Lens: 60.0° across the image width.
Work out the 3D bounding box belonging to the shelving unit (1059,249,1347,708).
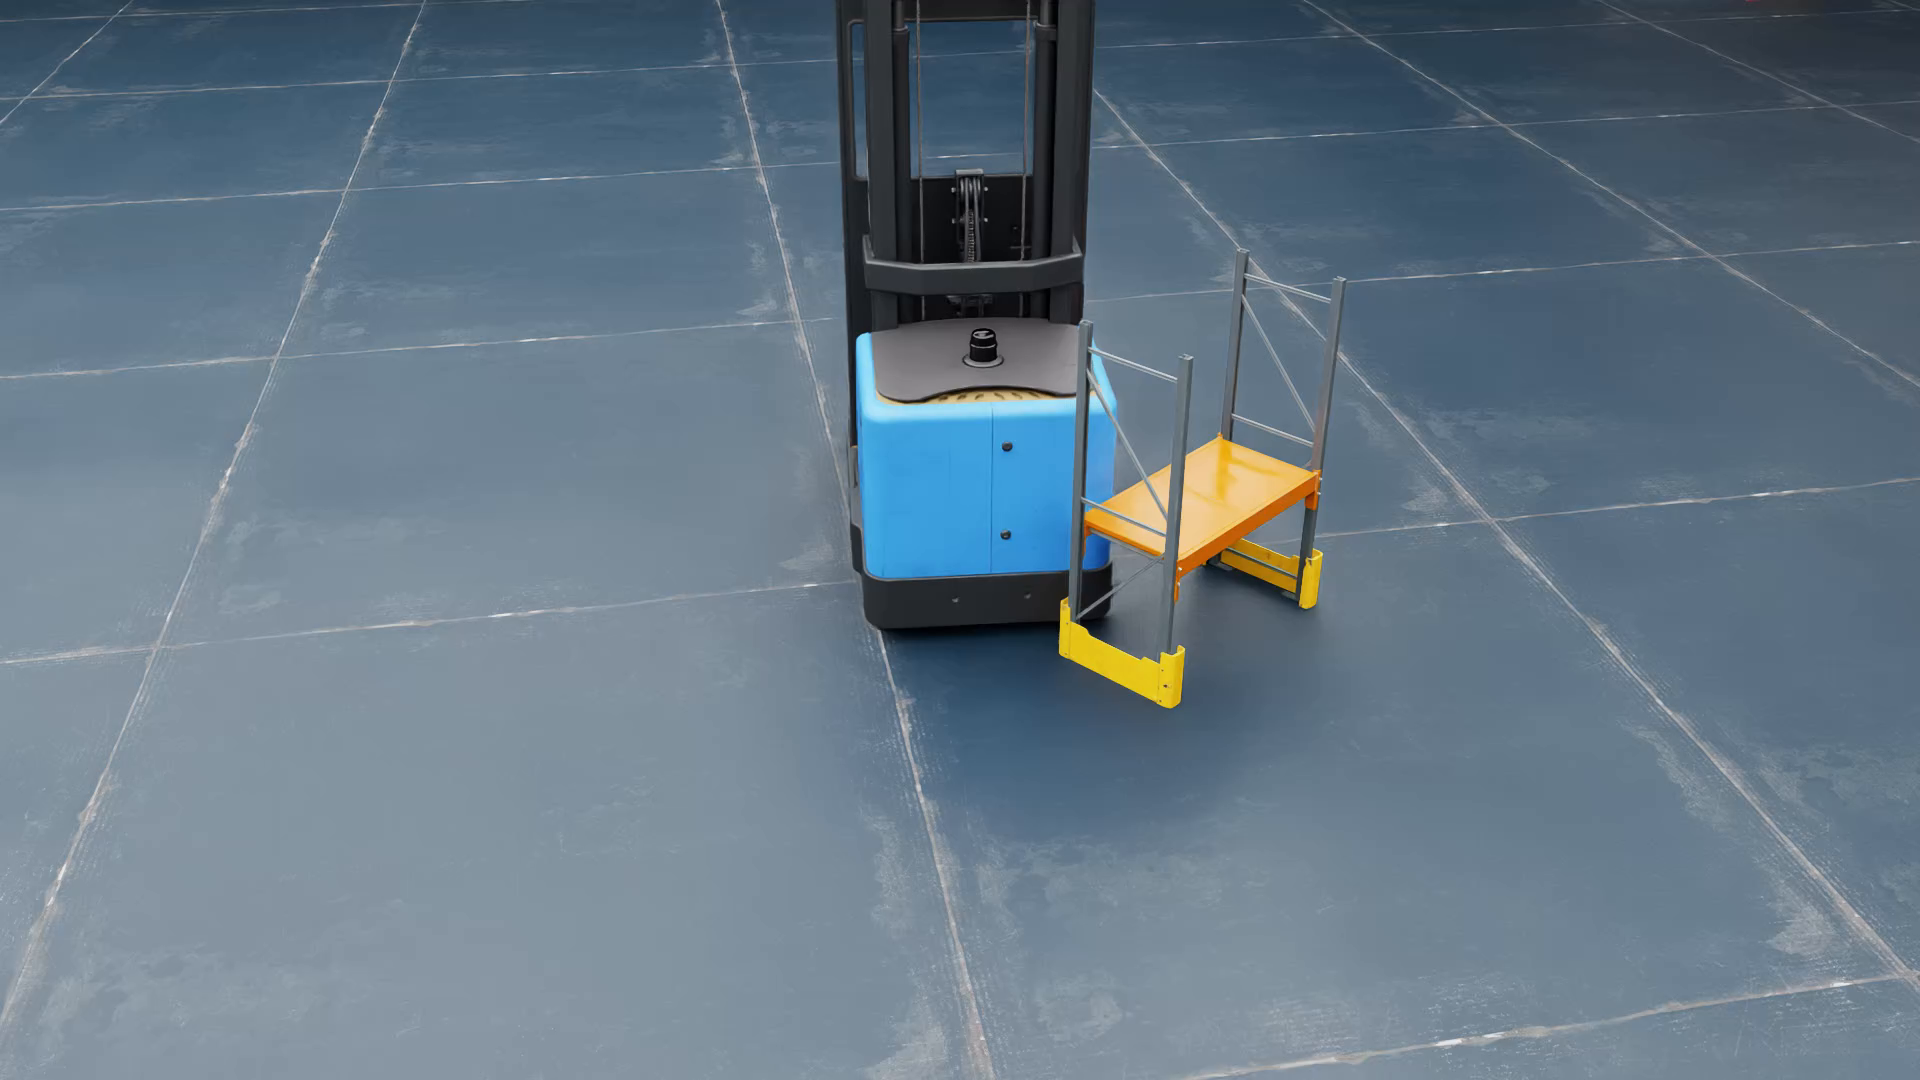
[{"bbox_3d":[0.987,-0.274,6.736,0.587,1.500,1.083,25,39,36],"label":"shelving unit"}]

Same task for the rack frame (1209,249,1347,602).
[{"bbox_3d":[1.327,-0.459,7.051,0.500,1.500,0.032,25,39,36],"label":"rack frame"}]

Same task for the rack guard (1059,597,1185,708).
[{"bbox_3d":[0.648,0.450,6.738,0.587,0.250,0.087,25,39,36],"label":"rack guard"}]

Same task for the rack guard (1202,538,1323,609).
[{"bbox_3d":[1.326,0.080,7.367,0.587,0.250,0.087,25,39,36],"label":"rack guard"}]

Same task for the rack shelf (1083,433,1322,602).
[{"bbox_3d":[0.981,-0.115,6.821,0.538,0.185,1.000,25,39,36],"label":"rack shelf"}]

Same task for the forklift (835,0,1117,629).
[{"bbox_3d":[0.000,-1.612,7.600,1.130,2.935,3.031,-3,31,-4],"label":"forklift"}]

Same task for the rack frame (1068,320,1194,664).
[{"bbox_3d":[0.635,-0.082,6.409,0.500,1.500,0.032,25,39,36],"label":"rack frame"}]
